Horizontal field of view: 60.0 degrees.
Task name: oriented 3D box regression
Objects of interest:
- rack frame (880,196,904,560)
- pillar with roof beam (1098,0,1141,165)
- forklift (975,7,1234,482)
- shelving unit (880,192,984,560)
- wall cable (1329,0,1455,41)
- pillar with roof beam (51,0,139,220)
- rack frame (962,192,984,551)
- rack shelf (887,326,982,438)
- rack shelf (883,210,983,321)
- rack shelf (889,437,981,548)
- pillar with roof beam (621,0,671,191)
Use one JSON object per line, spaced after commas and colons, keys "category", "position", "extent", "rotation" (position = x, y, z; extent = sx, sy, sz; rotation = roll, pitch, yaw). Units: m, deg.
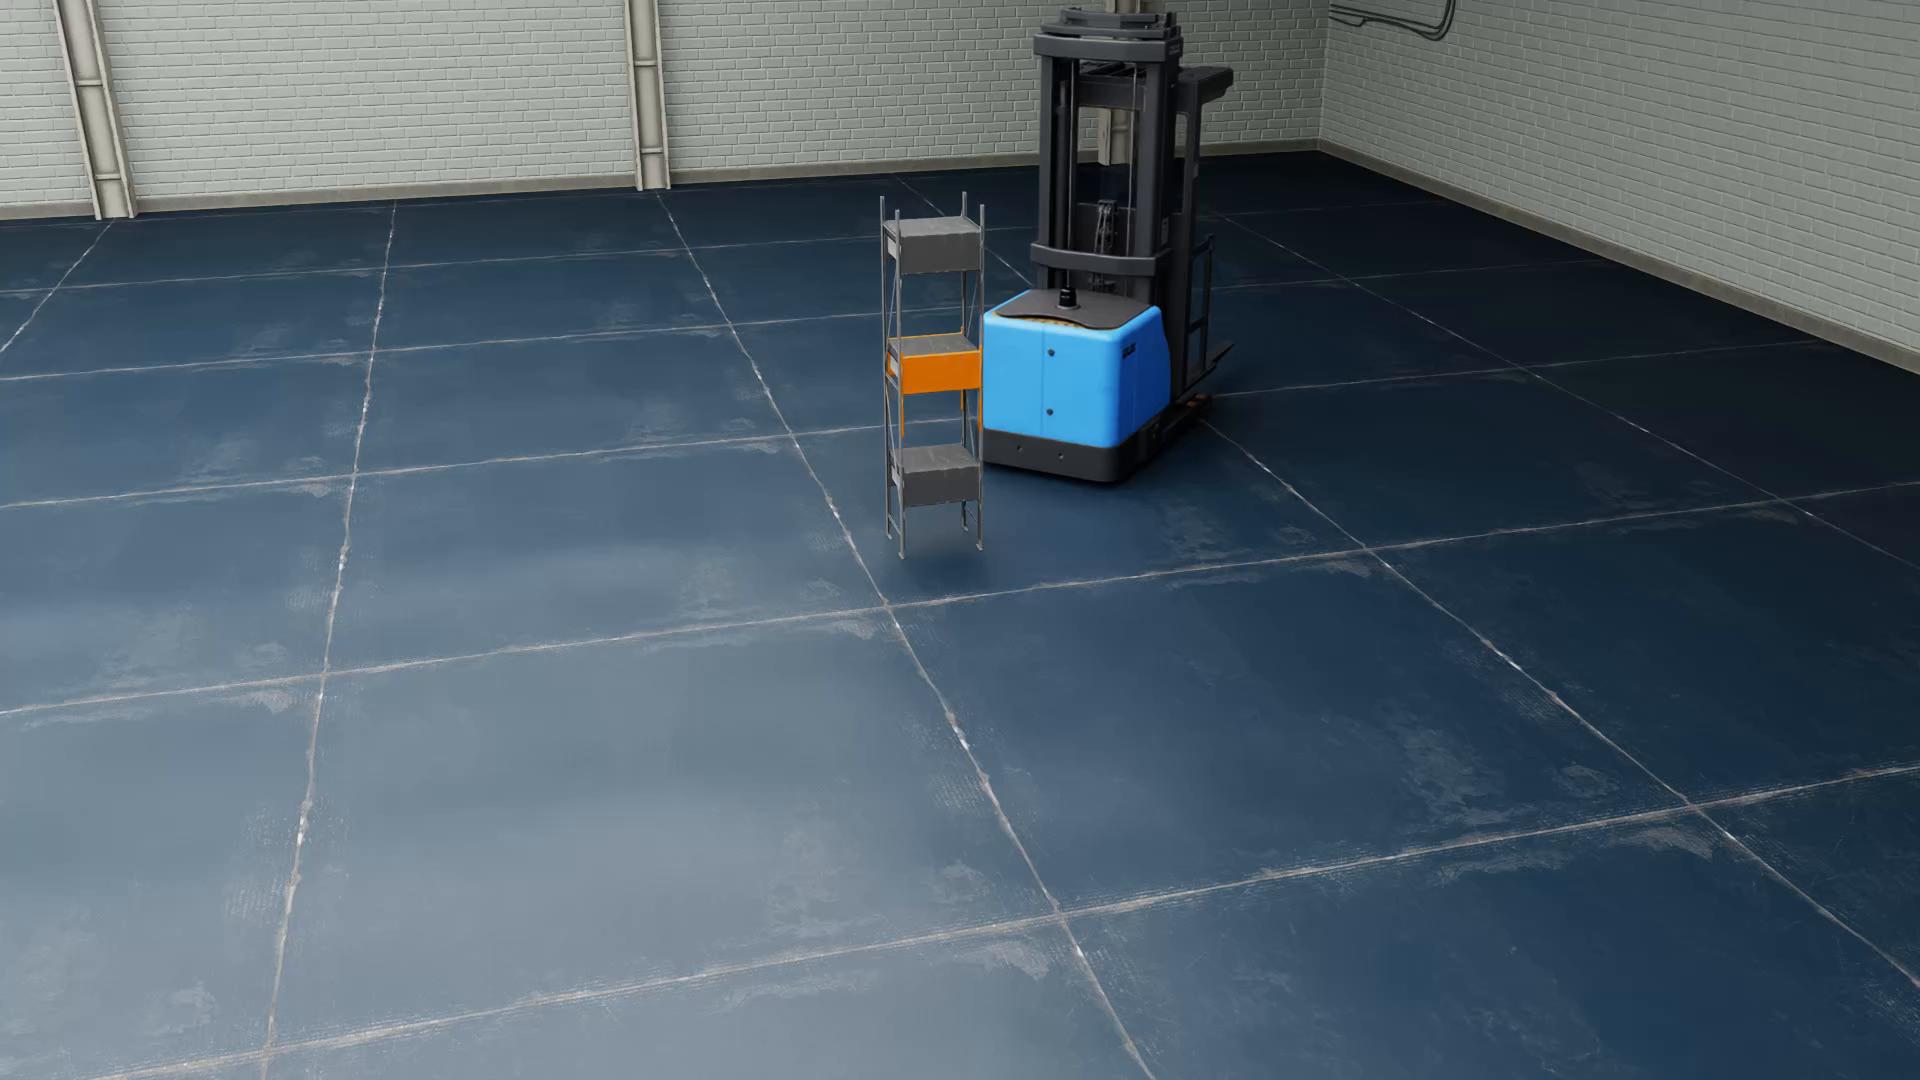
{"category": "rack frame", "position": [-0.394, -0.921, 9.734], "extent": [0.015, 2.100, 0.400], "rotation": [-6, 24, -14]}
{"category": "pillar with roof beam", "position": [3.202, -7.441, 16.179], "extent": [0.400, 9.000, 9.100], "rotation": [-6, 24, -14]}
{"category": "forklift", "position": [1.225, -2.272, 11.829], "extent": [1.130, 2.935, 3.031], "rotation": [11, 26, 25]}
{"category": "shelving unit", "position": [-0.159, -0.947, 9.795], "extent": [0.503, 2.100, 0.431], "rotation": [-6, 24, -14]}
{"category": "wall cable", "position": [5.232, -7.460, 20.161], "extent": [0.112, 2.526, 3.097], "rotation": [-6, 24, -14]}
{"category": "pillar with roof beam", "position": [-8.352, -6.162, 13.200], "extent": [0.400, 9.000, 9.100], "rotation": [-6, 24, -14]}
{"category": "rack frame", "position": [0.076, -0.973, 9.855], "extent": [0.015, 2.100, 0.400], "rotation": [-6, 24, -14]}
{"category": "rack shelf", "position": [-0.159, -0.935, 9.800], "extent": [0.480, 0.518, 0.431], "rotation": [-6, 24, -14]}
{"category": "rack shelf", "position": [-0.159, -1.578, 9.524], "extent": [0.480, 0.518, 0.431], "rotation": [-6, 24, -14]}
{"category": "rack shelf", "position": [-0.159, -0.291, 10.076], "extent": [0.480, 0.518, 0.431], "rotation": [-6, 24, -14]}
{"category": "pillar with roof beam", "position": [-2.575, -6.802, 14.689], "extent": [0.400, 9.000, 9.100], "rotation": [-6, 24, -14]}
